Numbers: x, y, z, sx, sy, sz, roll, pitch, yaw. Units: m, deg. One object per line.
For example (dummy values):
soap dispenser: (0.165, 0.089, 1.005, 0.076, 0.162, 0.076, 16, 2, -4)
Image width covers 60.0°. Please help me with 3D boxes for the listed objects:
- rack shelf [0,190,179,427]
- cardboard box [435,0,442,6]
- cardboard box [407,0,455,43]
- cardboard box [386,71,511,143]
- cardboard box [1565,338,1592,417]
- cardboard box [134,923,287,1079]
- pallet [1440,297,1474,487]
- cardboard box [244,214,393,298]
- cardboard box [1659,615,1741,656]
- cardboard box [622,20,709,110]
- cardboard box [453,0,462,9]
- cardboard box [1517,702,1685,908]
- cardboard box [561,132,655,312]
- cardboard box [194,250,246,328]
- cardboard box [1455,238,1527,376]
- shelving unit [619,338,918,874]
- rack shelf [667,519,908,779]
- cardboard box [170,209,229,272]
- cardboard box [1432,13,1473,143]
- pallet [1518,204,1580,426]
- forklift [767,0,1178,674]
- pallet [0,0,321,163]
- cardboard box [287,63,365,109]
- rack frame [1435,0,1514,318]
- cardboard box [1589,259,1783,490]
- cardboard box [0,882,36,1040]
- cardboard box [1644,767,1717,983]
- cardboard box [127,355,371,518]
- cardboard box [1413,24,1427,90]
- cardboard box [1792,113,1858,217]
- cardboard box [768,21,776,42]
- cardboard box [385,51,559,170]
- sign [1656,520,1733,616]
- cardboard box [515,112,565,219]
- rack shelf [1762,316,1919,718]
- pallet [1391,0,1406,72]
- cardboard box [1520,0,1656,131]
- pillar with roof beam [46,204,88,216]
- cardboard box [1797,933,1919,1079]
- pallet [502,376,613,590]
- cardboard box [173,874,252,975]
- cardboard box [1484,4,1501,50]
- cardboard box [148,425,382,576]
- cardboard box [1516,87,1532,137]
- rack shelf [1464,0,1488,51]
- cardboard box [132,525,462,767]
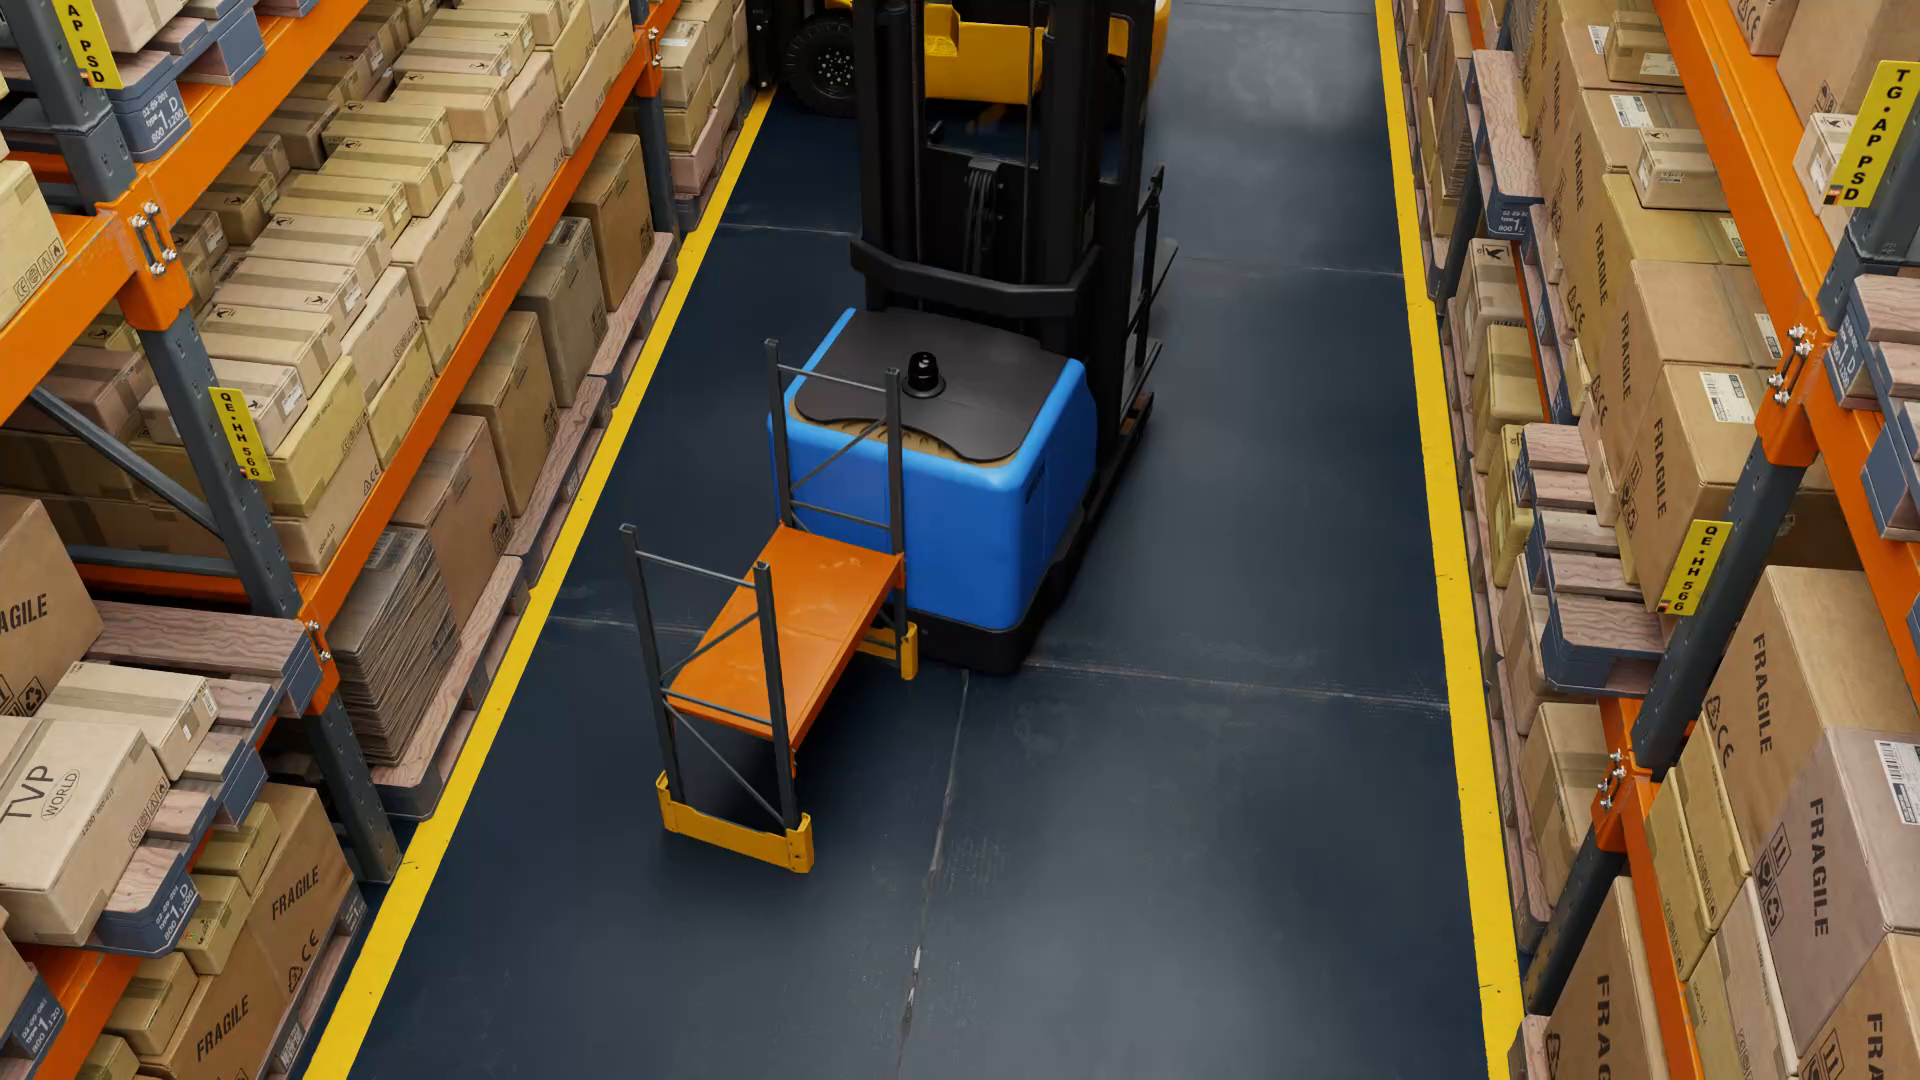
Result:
rack shelf: (-2.787, 0.594, 2.782, 1.077, 0.370, 4.000, 5, 44, 6)
cardboard box: (-2.375, -2.370, 7.027, 0.380, 0.149, 0.250, 5, 44, 5)
cardboard box: (-2.392, -2.130, 7.063, 0.500, 0.250, 0.500, 5, 44, 5)
cardboard box: (-1.917, -1.624, 6.239, 0.380, 0.149, 0.250, 4, 44, 4)
cardboard box: (2.224, -0.523, 5.498, 0.380, 0.149, 0.250, 6, 44, 6)
cardboard box: (-2.442, 1.462, 5.036, 0.500, 0.500, 0.500, 5, 44, 5)
pallet: (2.825, -0.675, 7.809, 1.003, 0.211, 1.213, 5, 44, 6)
cardboard box: (-2.124, -0.942, 5.518, 0.380, 0.149, 0.250, 6, 44, 6)
cardboard box: (2.208, 0.202, 4.732, 0.380, 0.149, 0.250, 7, 44, 7)
cardboard box: (-1.619, -2.485, 8.660, 0.500, 0.250, 0.500, 5, 44, 5)
cardboard box: (-1.920, -2.346, 7.002, 0.380, 0.149, 0.250, 5, 44, 5)
cardboard box: (2.482, 0.926, 5.697, 0.950, 0.372, 0.625, 3, 43, 3)
cardboard box: (-2.052, -1.600, 8.180, 0.875, 0.625, 0.625, 7, 44, 7)
cardboard box: (-2.673, -0.748, 5.603, 0.500, 0.250, 0.500, 6, 44, 6)
cardboard box: (2.860, -1.059, 7.792, 0.950, 0.372, 0.625, 6, 44, 6)
shelving unit: (-0.630, 0.243, 5.903, 0.587, 1.500, 1.083, 15, 45, 15)
rack shelf: (-0.627, 0.368, 6.033, 0.538, 0.185, 1.000, 15, 45, 15)
cardboard box: (-2.699, -0.986, 5.565, 0.380, 0.149, 0.250, 4, 44, 5)
cardboard box: (2.804, -2.419, 8.772, 0.500, 0.500, 0.500, 6, 44, 6)
pallet: (2.619, -0.775, 6.026, 1.003, 0.211, 1.213, 5, 44, 6)
forklift: (0.263, -1.560, 6.766, 1.130, 2.935, 3.031, 15, 45, 15)
pallet: (-2.522, -1.432, 4.536, 1.213, 0.211, 1.003, 7, 44, 7)
cardboard box: (-2.501, -1.684, 6.302, 0.380, 0.149, 0.250, 6, 44, 6)
rack frame: (2.926, -2.218, 7.411, 1.000, 3.000, 0.127, 5, 44, 6)
cardboard box: (2.240, -0.477, 4.978, 0.500, 0.500, 0.500, 5, 44, 5)
cardboard box: (-2.555, 0.999, 3.633, 0.797, 0.503, 0.637, 4, 44, 5)
cardboard box: (2.084, 0.873, 4.255, 0.500, 0.250, 0.500, 5, 44, 5)
cardboard box: (-2.197, -0.346, 5.179, 0.500, 0.250, 0.500, 5, 44, 5)
cardboard box: (2.940, -2.853, 9.776, 0.500, 0.250, 0.500, 8, 44, 8)
cardboard box: (2.256, -0.894, 4.013, 0.380, 0.149, 0.250, 5, 44, 6)
cardboard box: (-1.411, -3.164, 10.104, 0.500, 0.250, 0.500, 7, 44, 7)
cardboard box: (-1.940, -1.737, 6.648, 0.500, 0.250, 0.500, 6, 44, 6)
sign: (1.858, 0.073, 4.206, 0.100, 0.325, 0.005, 5, 44, 6)
cardboard box: (-1.958, -1.566, 6.832, 0.500, 0.250, 0.500, 5, 44, 6)
rack shelf: (2.133, 1.043, 2.308, 1.077, 0.370, 4.000, 5, 44, 6)
pallet: (3.303, -3.329, 10.613, 1.003, 0.211, 1.213, 5, 44, 6)
cardboard box: (2.515, -1.880, 6.459, 0.500, 0.500, 0.500, 5, 44, 6)
pillar with roof beam: (1.023, -2.698, 3.555, 9.100, 9.000, 0.400, 5, 44, 6)
cardboard box: (1.950, 1.113, 3.093, 0.500, 0.500, 0.500, 6, 44, 7)
pallet: (-2.212, -0.315, 7.429, 1.003, 0.211, 1.213, 5, 44, 6)
cardboard box: (-2.343, 1.127, 4.918, 0.380, 0.149, 0.250, 3, 44, 3)
cardboard box: (2.667, -2.374, 7.758, 0.380, 0.149, 0.250, 5, 44, 5)
cardboard box: (-2.222, -0.166, 5.353, 0.500, 0.250, 0.500, 5, 44, 6)
cardboard box: (2.498, -1.762, 6.806, 0.380, 0.149, 0.250, 6, 44, 6)
rack shelf: (3.191, -3.320, 9.098, 1.077, 0.370, 4.000, 5, 44, 6)
cardboard box: (-2.427, 0.345, 6.125, 0.875, 0.625, 0.625, 7, 44, 7)
